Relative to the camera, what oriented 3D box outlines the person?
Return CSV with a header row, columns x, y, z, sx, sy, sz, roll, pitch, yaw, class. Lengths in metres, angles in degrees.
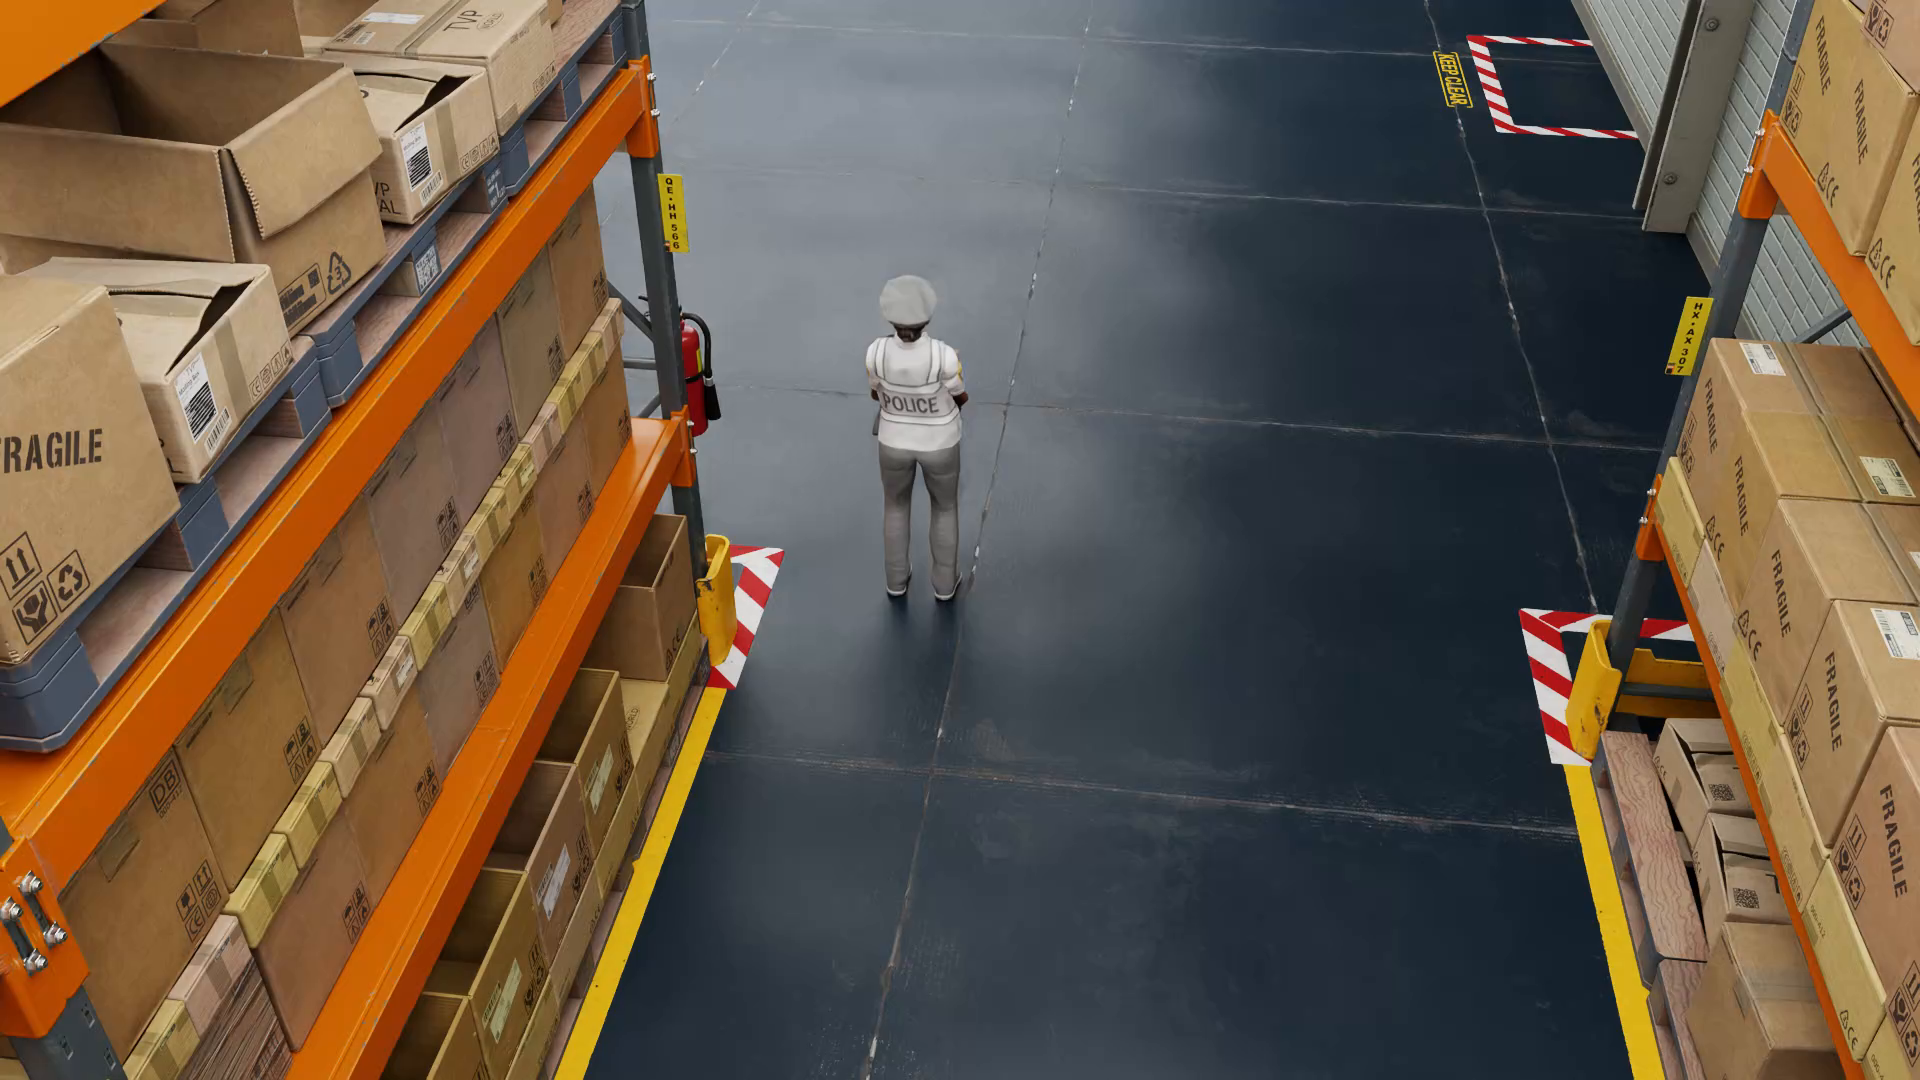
x,y,z,sx,sy,sz,roll,pitch,yaw,class
-0.181,-0.494,7.688,0.450,1.688,0.534,5,37,7,person
